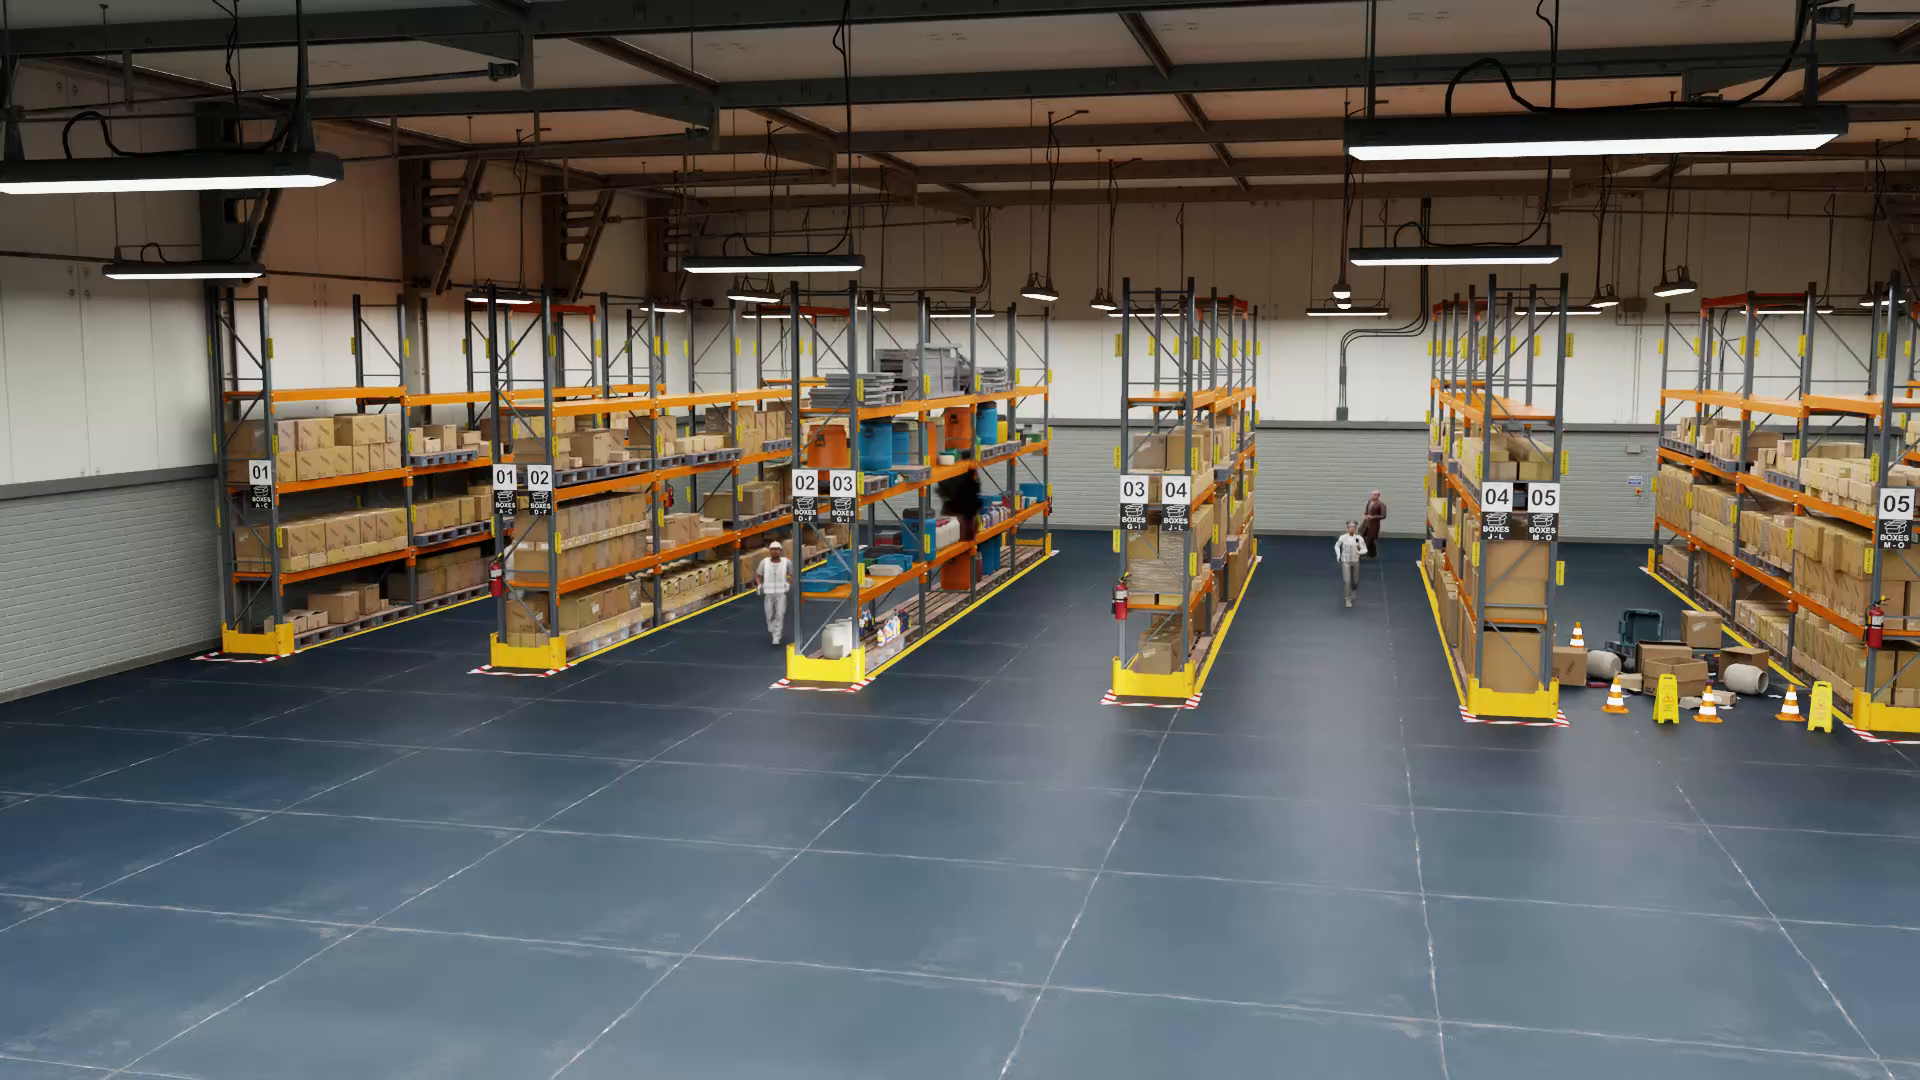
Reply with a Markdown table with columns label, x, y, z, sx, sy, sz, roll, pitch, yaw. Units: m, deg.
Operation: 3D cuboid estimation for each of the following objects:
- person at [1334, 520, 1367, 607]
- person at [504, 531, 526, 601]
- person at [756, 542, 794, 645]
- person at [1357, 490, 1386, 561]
| label | x | y | z | sx | sy | sz | roll | pitch | yaw |
| --- | --- | --- | --- | --- | --- | --- | --- | --- | --- |
| person | 7.624 | 0.440 | 32.456 | 0.624 | 1.663 | 0.856 | 1 | 7 | 10 |
| person | -7.853 | 0.711 | 29.432 | 0.665 | 1.752 | 1.010 | 1 | 7 | 6 |
| person | -3.133 | 0.891 | 28.347 | 0.683 | 1.735 | 0.625 | -1 | 7 | -6 |
| person | 9.722 | -0.308 | 39.017 | 0.716 | 1.763 | 0.788 | -5 | 8 | -37 |
